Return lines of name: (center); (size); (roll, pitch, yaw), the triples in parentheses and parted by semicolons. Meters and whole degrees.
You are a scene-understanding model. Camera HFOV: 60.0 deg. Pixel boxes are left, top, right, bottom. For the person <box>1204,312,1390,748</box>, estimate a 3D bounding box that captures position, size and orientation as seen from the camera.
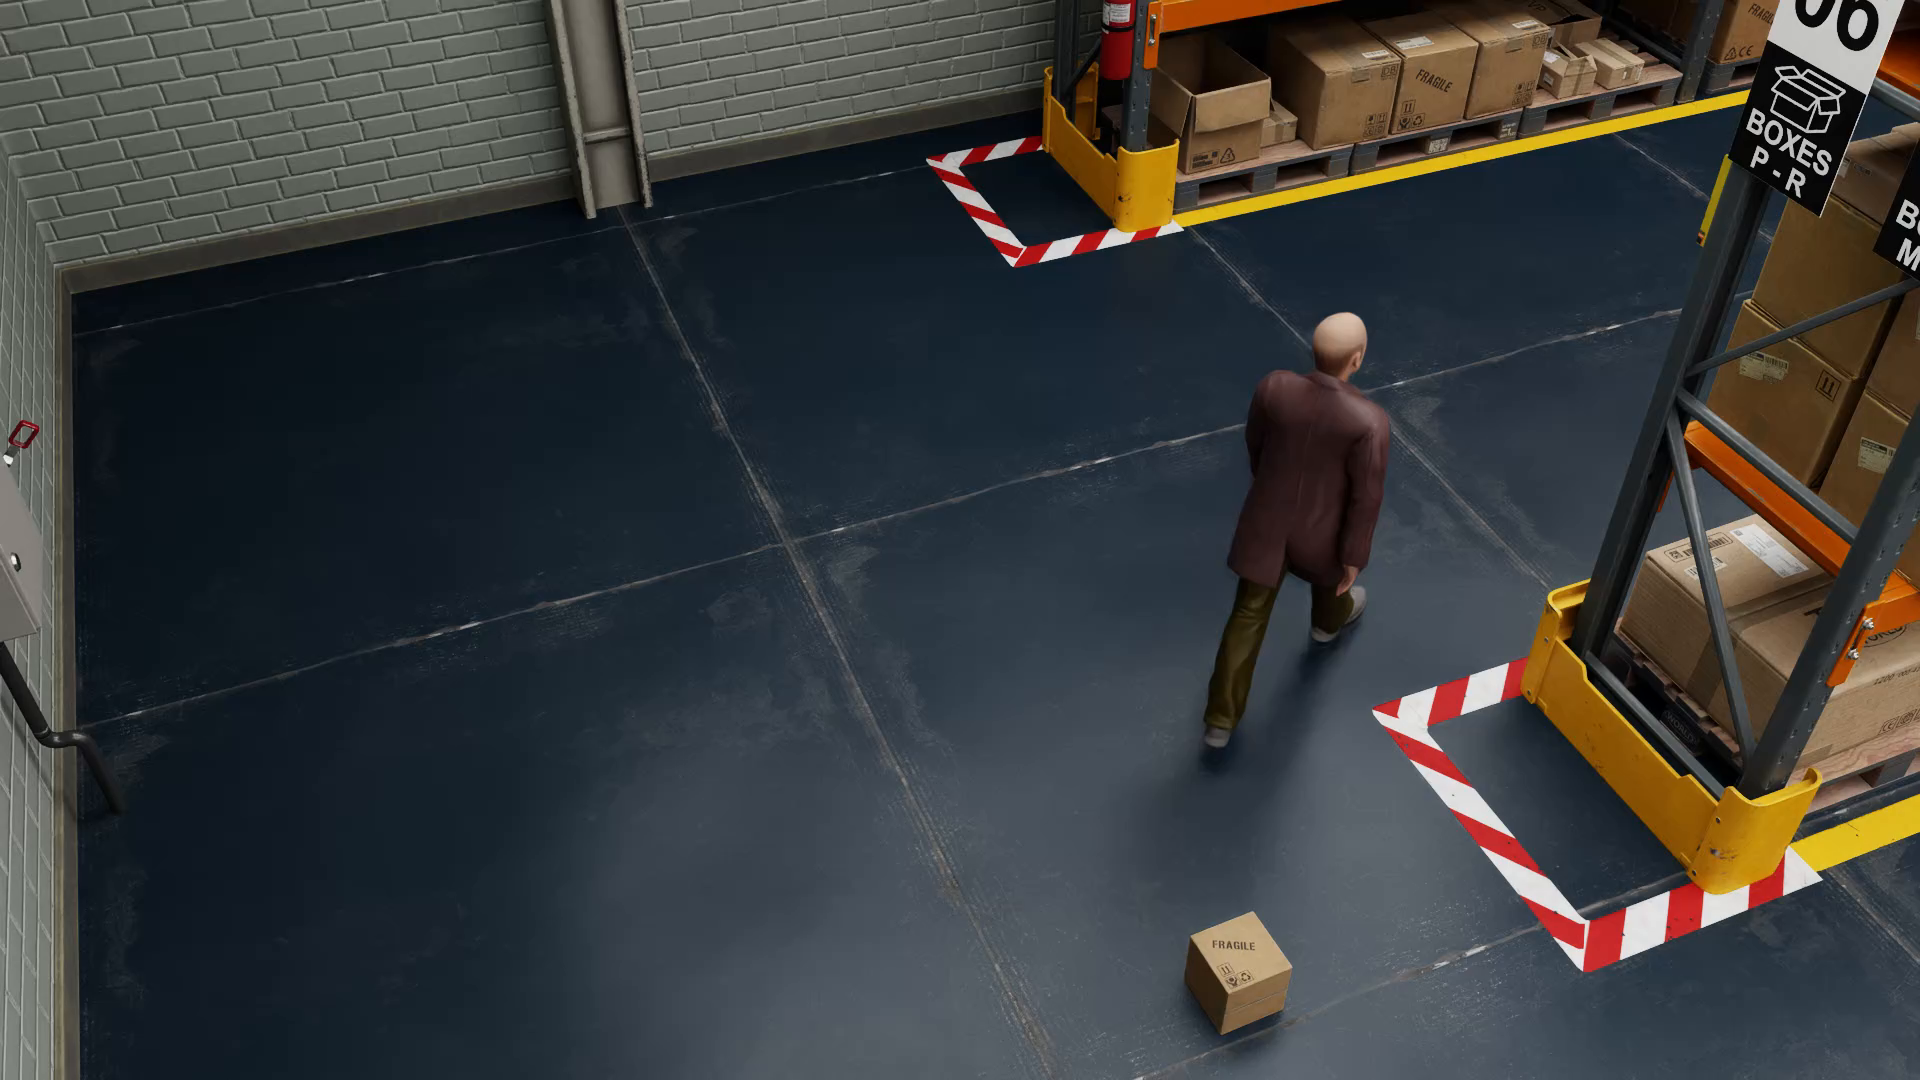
person: (1.310, -0.113, 6.278); (0.590, 1.703, 1.175); (20, 45, 21)
